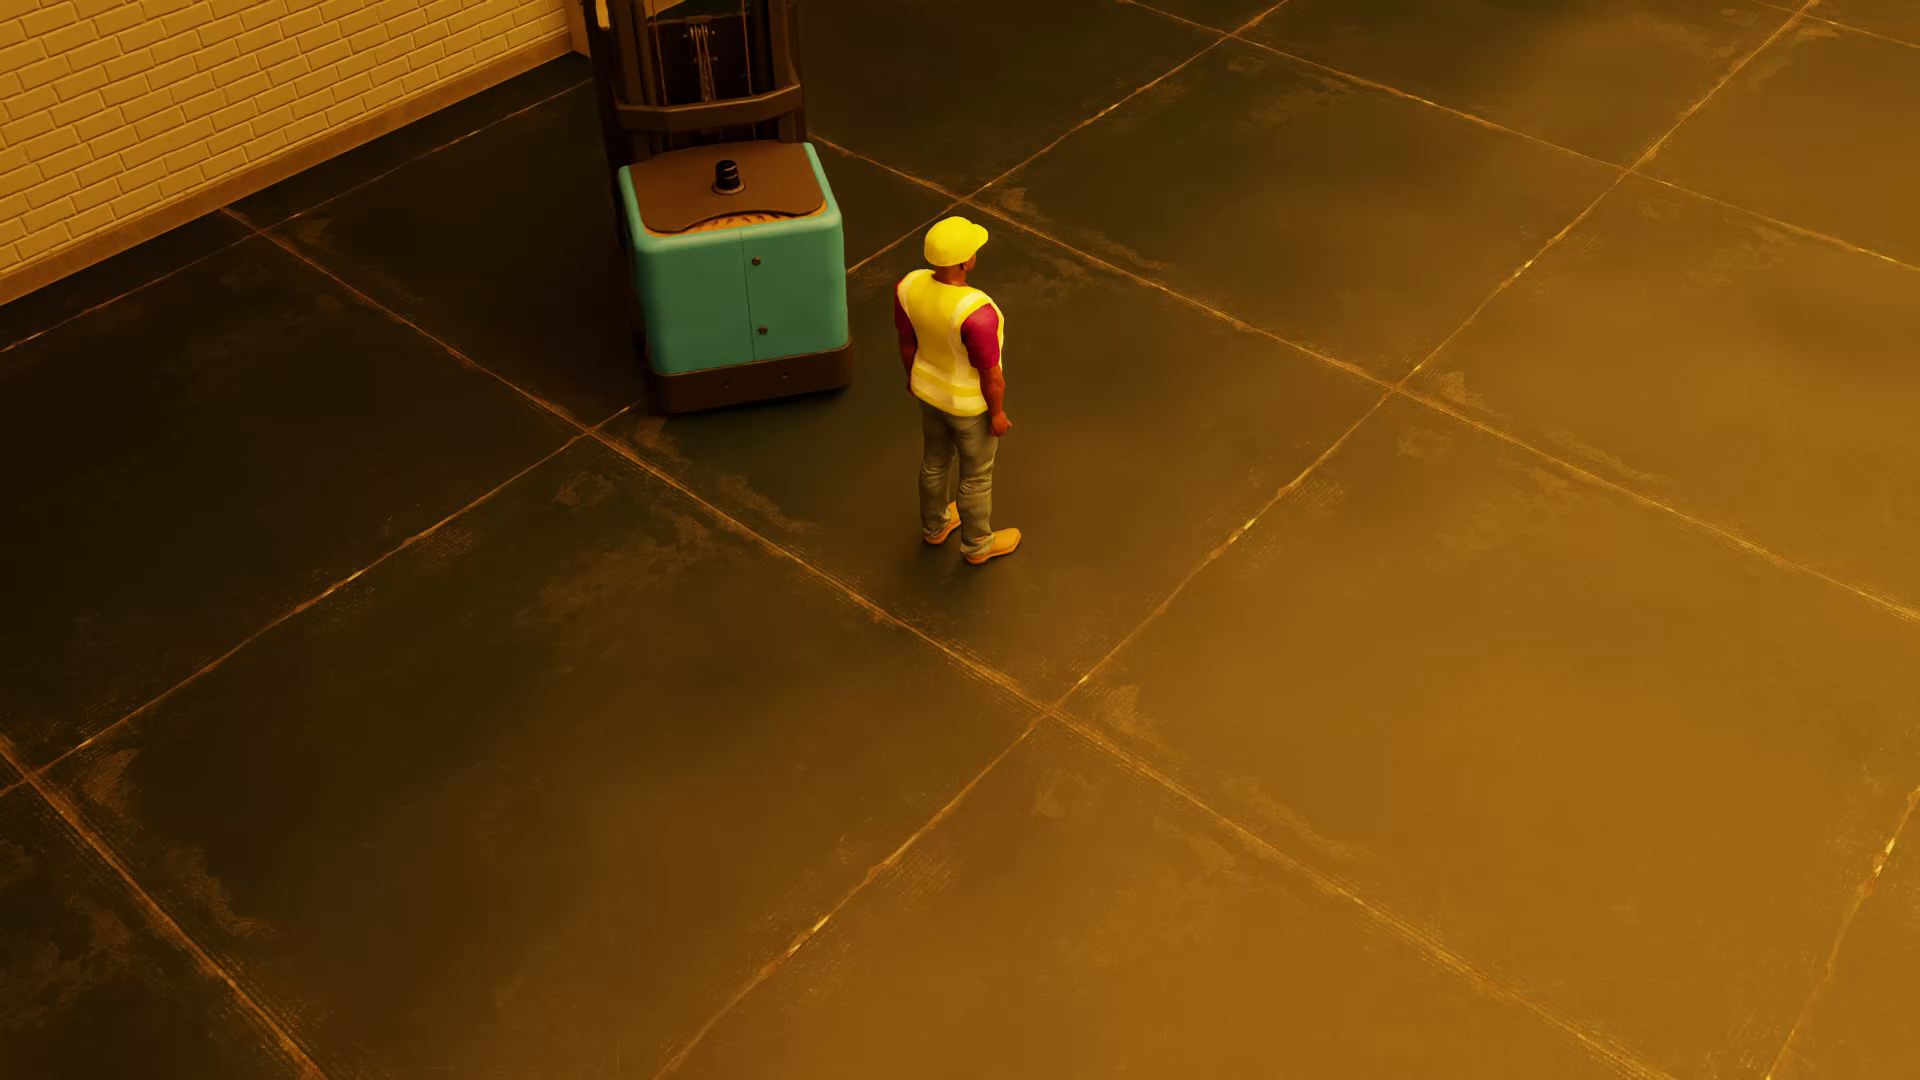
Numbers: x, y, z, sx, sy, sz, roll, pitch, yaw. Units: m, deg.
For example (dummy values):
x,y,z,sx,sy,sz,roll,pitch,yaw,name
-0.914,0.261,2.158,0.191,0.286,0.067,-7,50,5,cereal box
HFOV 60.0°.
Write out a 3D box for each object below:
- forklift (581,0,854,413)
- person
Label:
x,y,z,sx,sy,sz,roll,pitch,yaw,name
-1.438,-2.741,8.800,1.130,2.935,3.031,-10,43,-11,forklift
-0.006,-0.660,7.368,0.556,1.770,0.388,29,50,29,person
